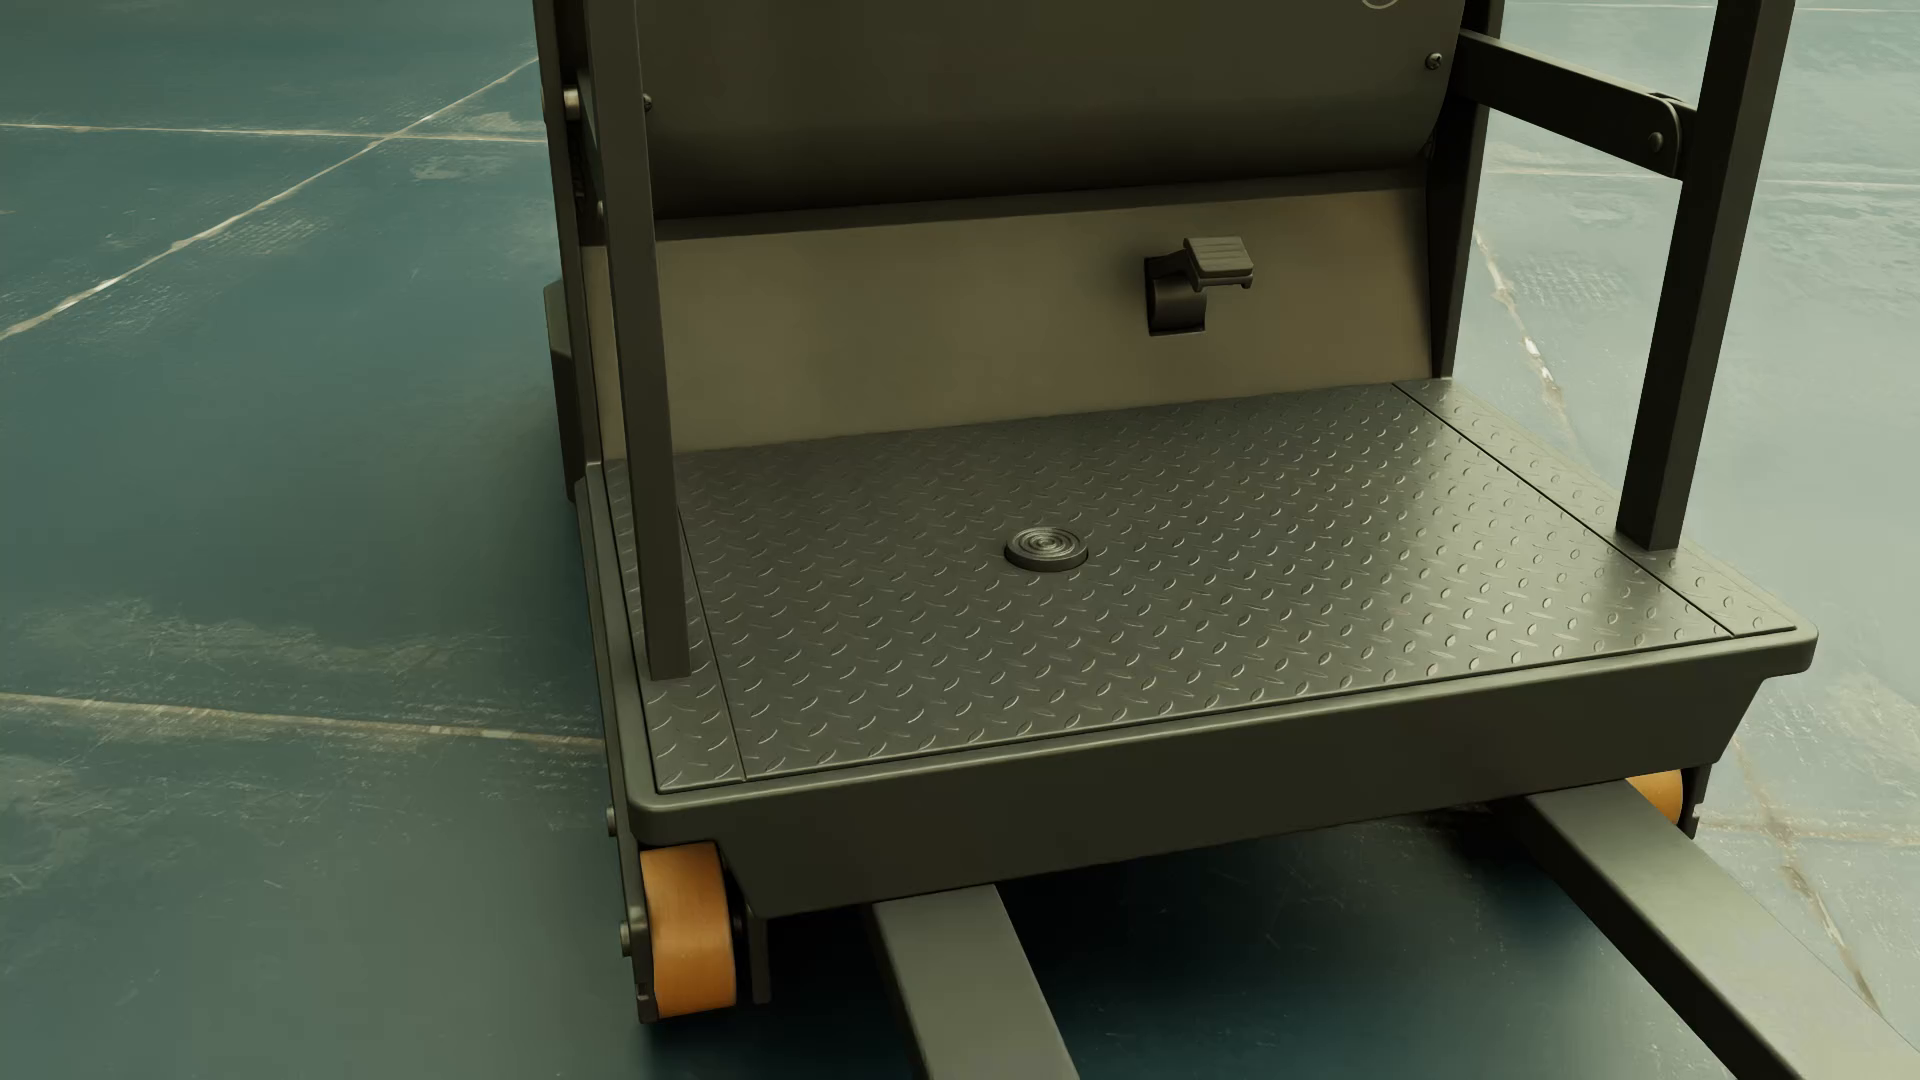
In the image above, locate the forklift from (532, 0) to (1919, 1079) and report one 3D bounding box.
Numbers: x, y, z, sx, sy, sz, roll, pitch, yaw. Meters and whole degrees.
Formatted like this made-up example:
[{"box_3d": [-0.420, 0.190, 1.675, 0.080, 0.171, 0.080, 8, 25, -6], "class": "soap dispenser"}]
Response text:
[{"box_3d": [0.153, -1.049, 1.319, 1.130, 2.935, 3.031, -7, 27, -13], "class": "forklift"}]
